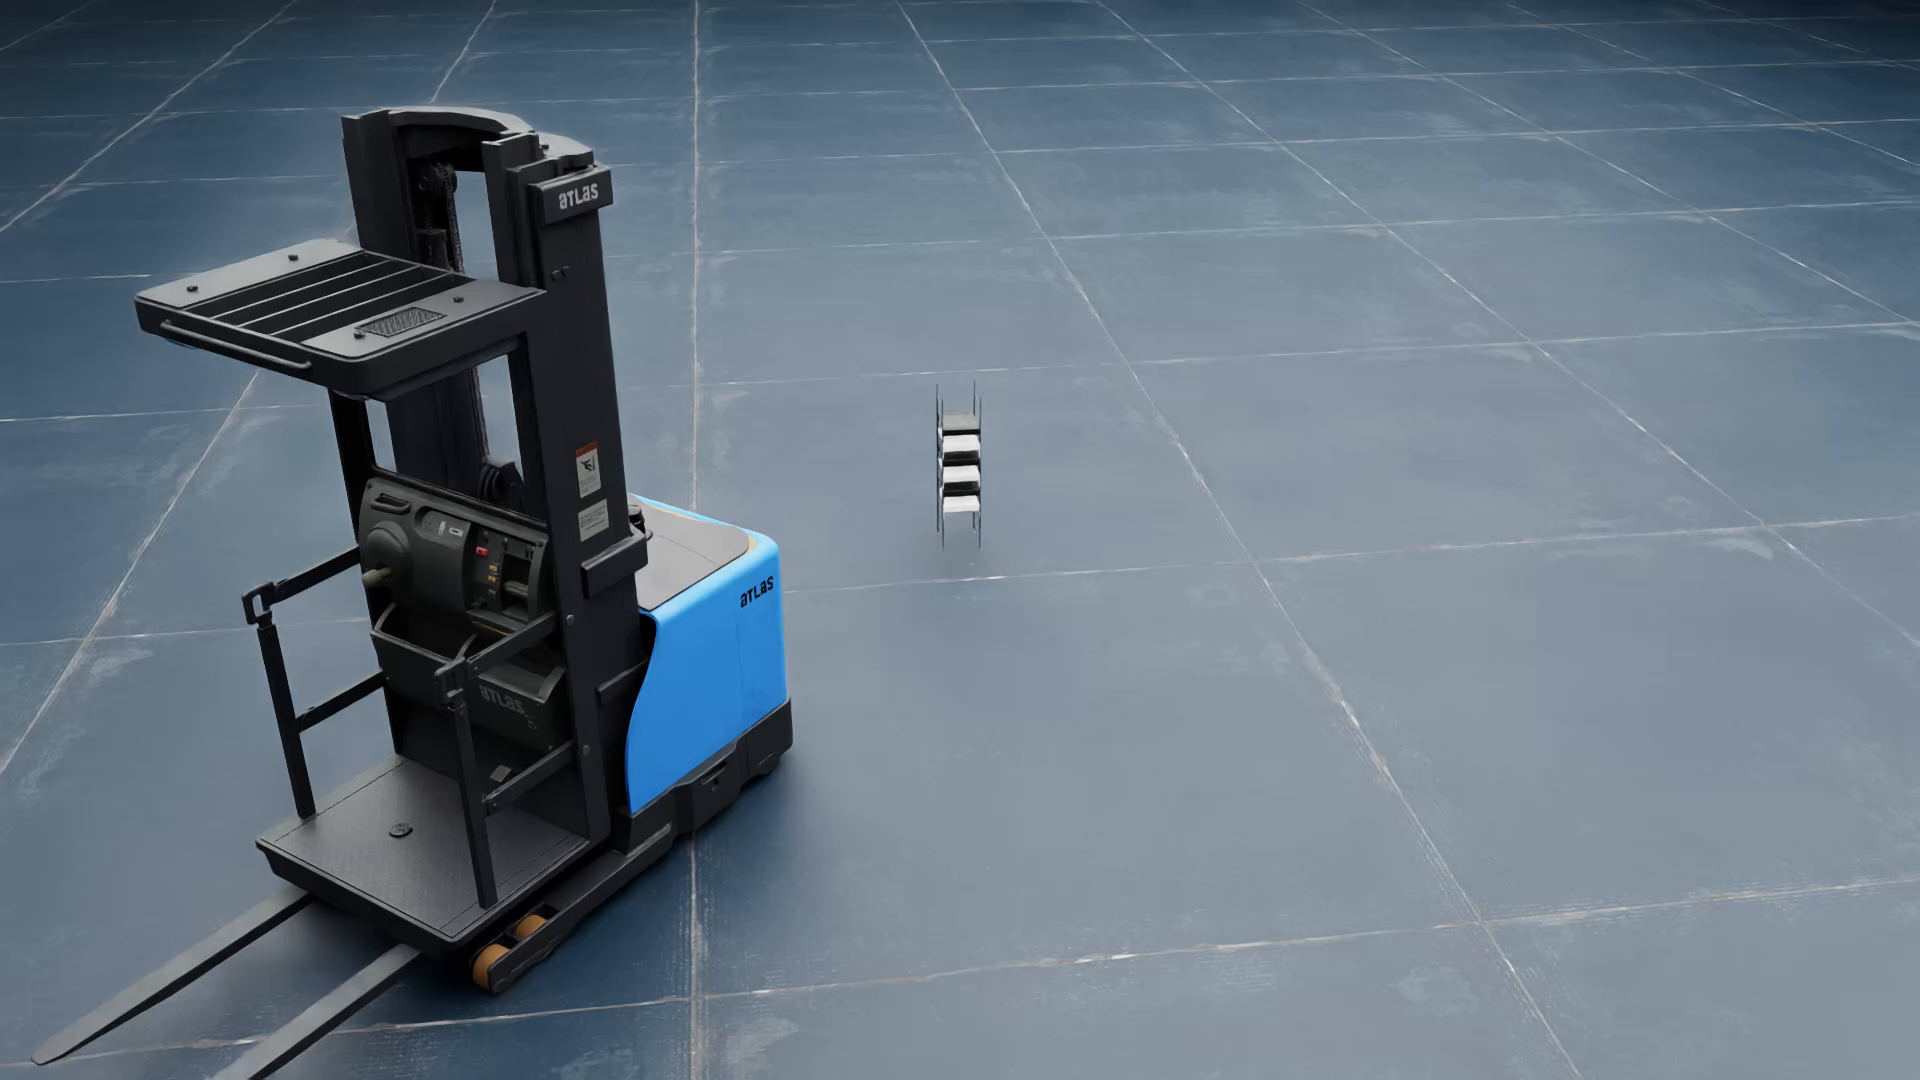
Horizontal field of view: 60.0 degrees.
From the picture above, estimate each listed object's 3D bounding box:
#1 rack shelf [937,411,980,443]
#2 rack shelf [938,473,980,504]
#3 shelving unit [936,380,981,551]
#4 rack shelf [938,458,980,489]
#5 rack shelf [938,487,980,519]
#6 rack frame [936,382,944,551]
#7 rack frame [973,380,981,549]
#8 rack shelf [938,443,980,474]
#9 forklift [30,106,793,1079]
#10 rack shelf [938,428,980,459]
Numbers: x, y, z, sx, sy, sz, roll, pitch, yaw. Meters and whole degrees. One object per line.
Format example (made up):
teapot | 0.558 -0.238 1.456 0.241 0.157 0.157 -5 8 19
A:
rack shelf | -0.008 -0.610 8.936 0.200 0.077 0.258 -4 27 -7
rack shelf | -0.008 -0.290 9.100 0.200 0.077 0.258 -4 27 -7
shelving unit | -0.008 -0.400 9.044 0.210 0.900 0.258 -4 27 -7
rack shelf | -0.008 -0.370 9.059 0.200 0.077 0.258 -4 27 -7
rack shelf | -0.008 -0.210 9.141 0.200 0.077 0.258 -4 27 -7
rack frame | -0.109 -0.393 9.031 0.006 0.900 0.240 -4 27 -7
rack frame | 0.093 -0.406 9.056 0.006 0.900 0.240 -4 27 -7
rack shelf | -0.008 -0.450 9.018 0.200 0.077 0.258 -4 27 -7
forklift | -1.954 0.093 5.859 1.130 2.935 3.031 16 31 29
rack shelf | -0.008 -0.530 8.977 0.200 0.077 0.258 -4 27 -7
